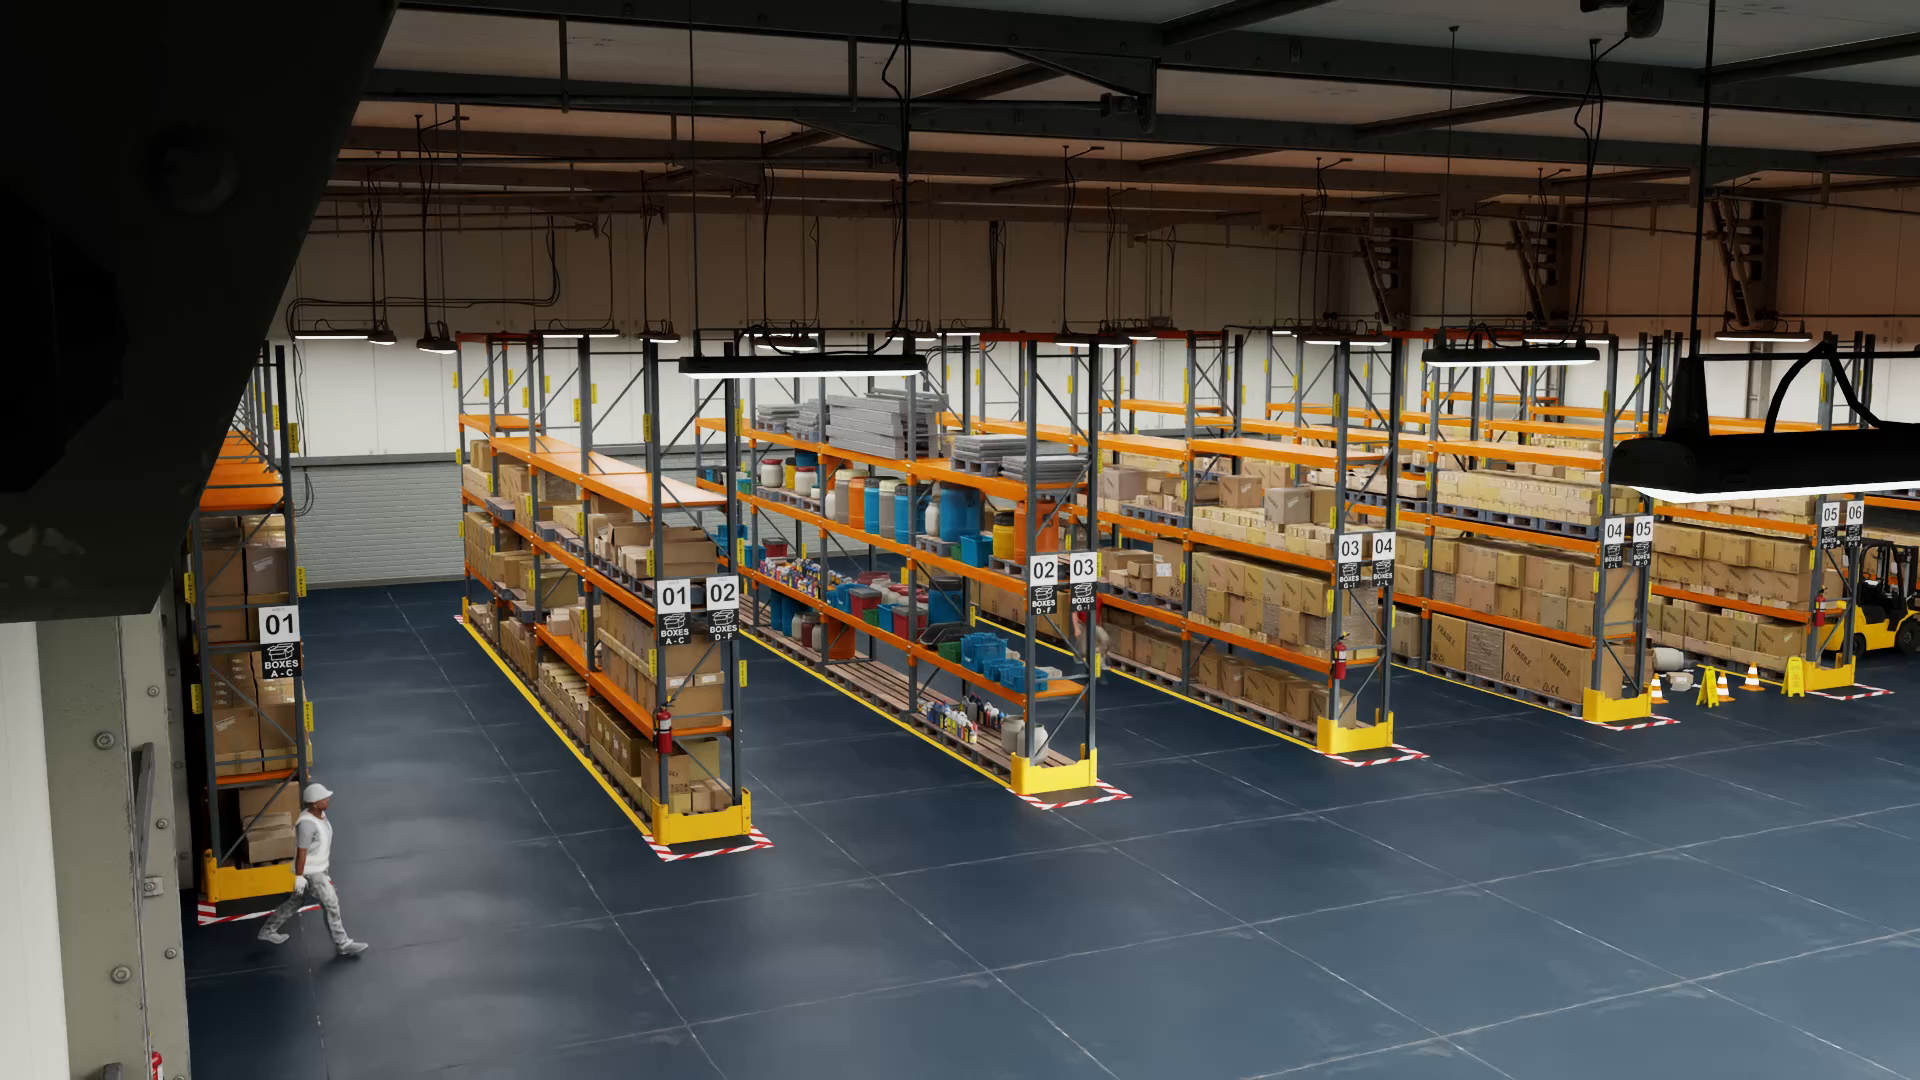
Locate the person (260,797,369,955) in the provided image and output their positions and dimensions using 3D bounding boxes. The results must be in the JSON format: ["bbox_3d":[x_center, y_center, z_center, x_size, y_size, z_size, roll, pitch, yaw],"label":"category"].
[{"bbox_3d":[-6.447,3.281,16.530,1.116,1.696,0.575,-1,8,-5],"label":"person"}]

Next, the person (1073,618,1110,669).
[{"bbox_3d":[2.262,1.480,28.708,0.442,1.456,1.045,-3,8,-19],"label":"person"}]
